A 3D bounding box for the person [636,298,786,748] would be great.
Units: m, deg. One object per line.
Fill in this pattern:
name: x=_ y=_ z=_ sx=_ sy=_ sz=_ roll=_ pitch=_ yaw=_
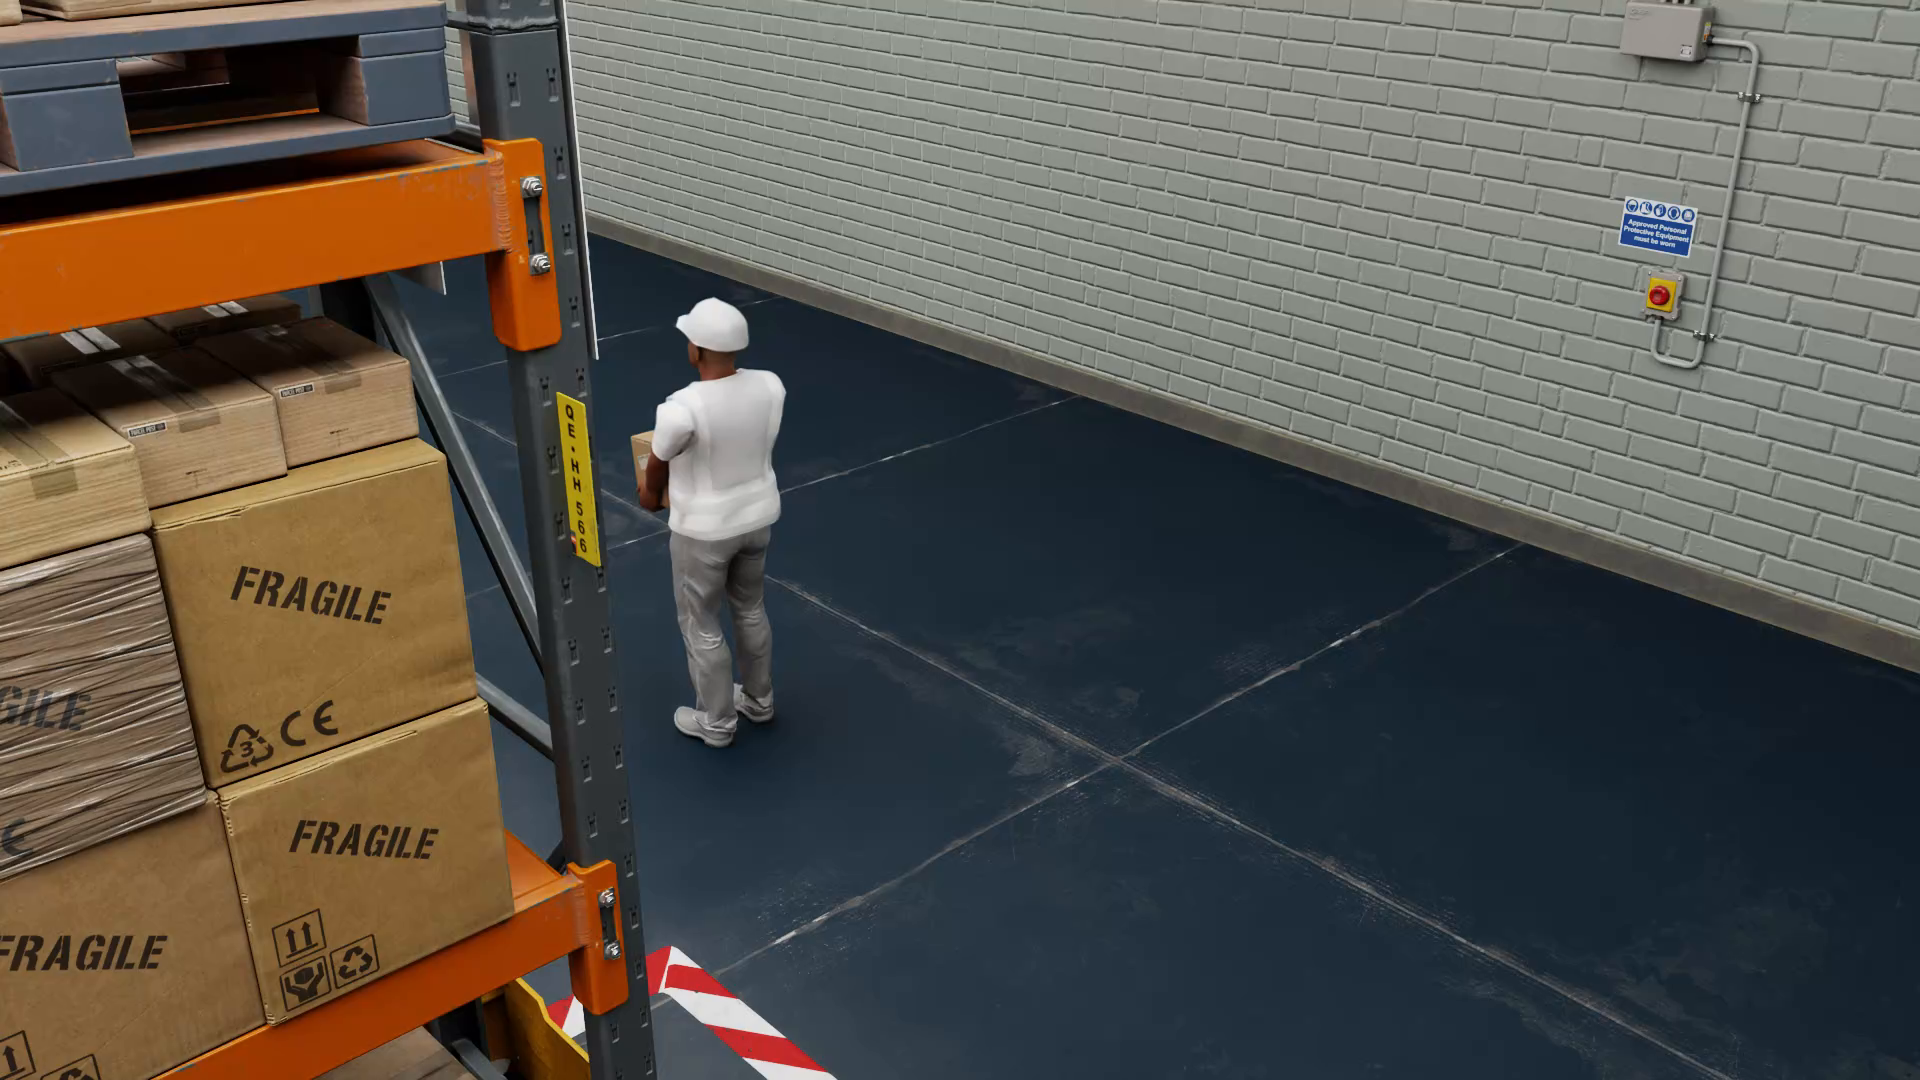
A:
person: x=-0.955 y=-0.086 z=6.274 sx=0.503 sy=1.760 sz=0.577 roll=-20 pitch=31 yaw=-38
